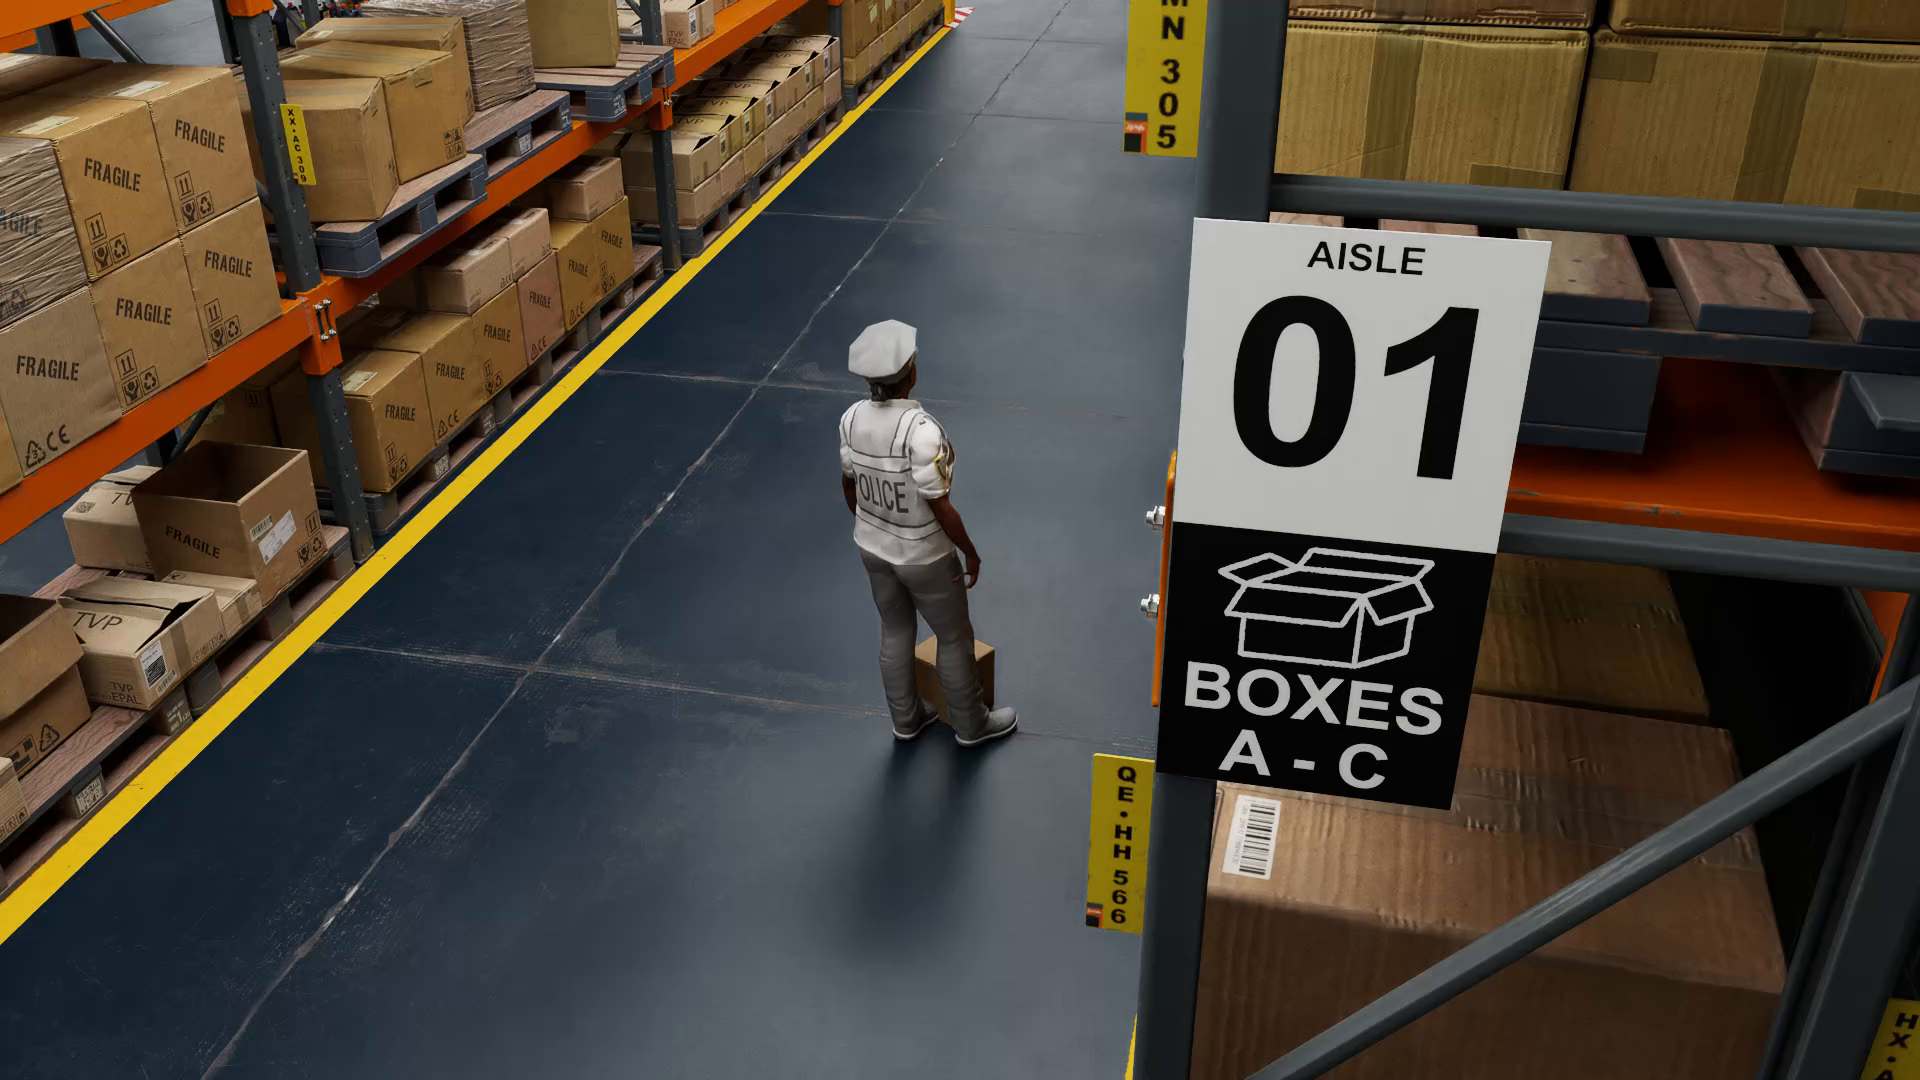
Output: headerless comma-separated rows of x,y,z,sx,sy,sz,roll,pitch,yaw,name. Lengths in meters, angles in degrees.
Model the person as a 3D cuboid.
-0.132,-0.007,6.085,0.569,1.694,0.530,20,35,32,person
